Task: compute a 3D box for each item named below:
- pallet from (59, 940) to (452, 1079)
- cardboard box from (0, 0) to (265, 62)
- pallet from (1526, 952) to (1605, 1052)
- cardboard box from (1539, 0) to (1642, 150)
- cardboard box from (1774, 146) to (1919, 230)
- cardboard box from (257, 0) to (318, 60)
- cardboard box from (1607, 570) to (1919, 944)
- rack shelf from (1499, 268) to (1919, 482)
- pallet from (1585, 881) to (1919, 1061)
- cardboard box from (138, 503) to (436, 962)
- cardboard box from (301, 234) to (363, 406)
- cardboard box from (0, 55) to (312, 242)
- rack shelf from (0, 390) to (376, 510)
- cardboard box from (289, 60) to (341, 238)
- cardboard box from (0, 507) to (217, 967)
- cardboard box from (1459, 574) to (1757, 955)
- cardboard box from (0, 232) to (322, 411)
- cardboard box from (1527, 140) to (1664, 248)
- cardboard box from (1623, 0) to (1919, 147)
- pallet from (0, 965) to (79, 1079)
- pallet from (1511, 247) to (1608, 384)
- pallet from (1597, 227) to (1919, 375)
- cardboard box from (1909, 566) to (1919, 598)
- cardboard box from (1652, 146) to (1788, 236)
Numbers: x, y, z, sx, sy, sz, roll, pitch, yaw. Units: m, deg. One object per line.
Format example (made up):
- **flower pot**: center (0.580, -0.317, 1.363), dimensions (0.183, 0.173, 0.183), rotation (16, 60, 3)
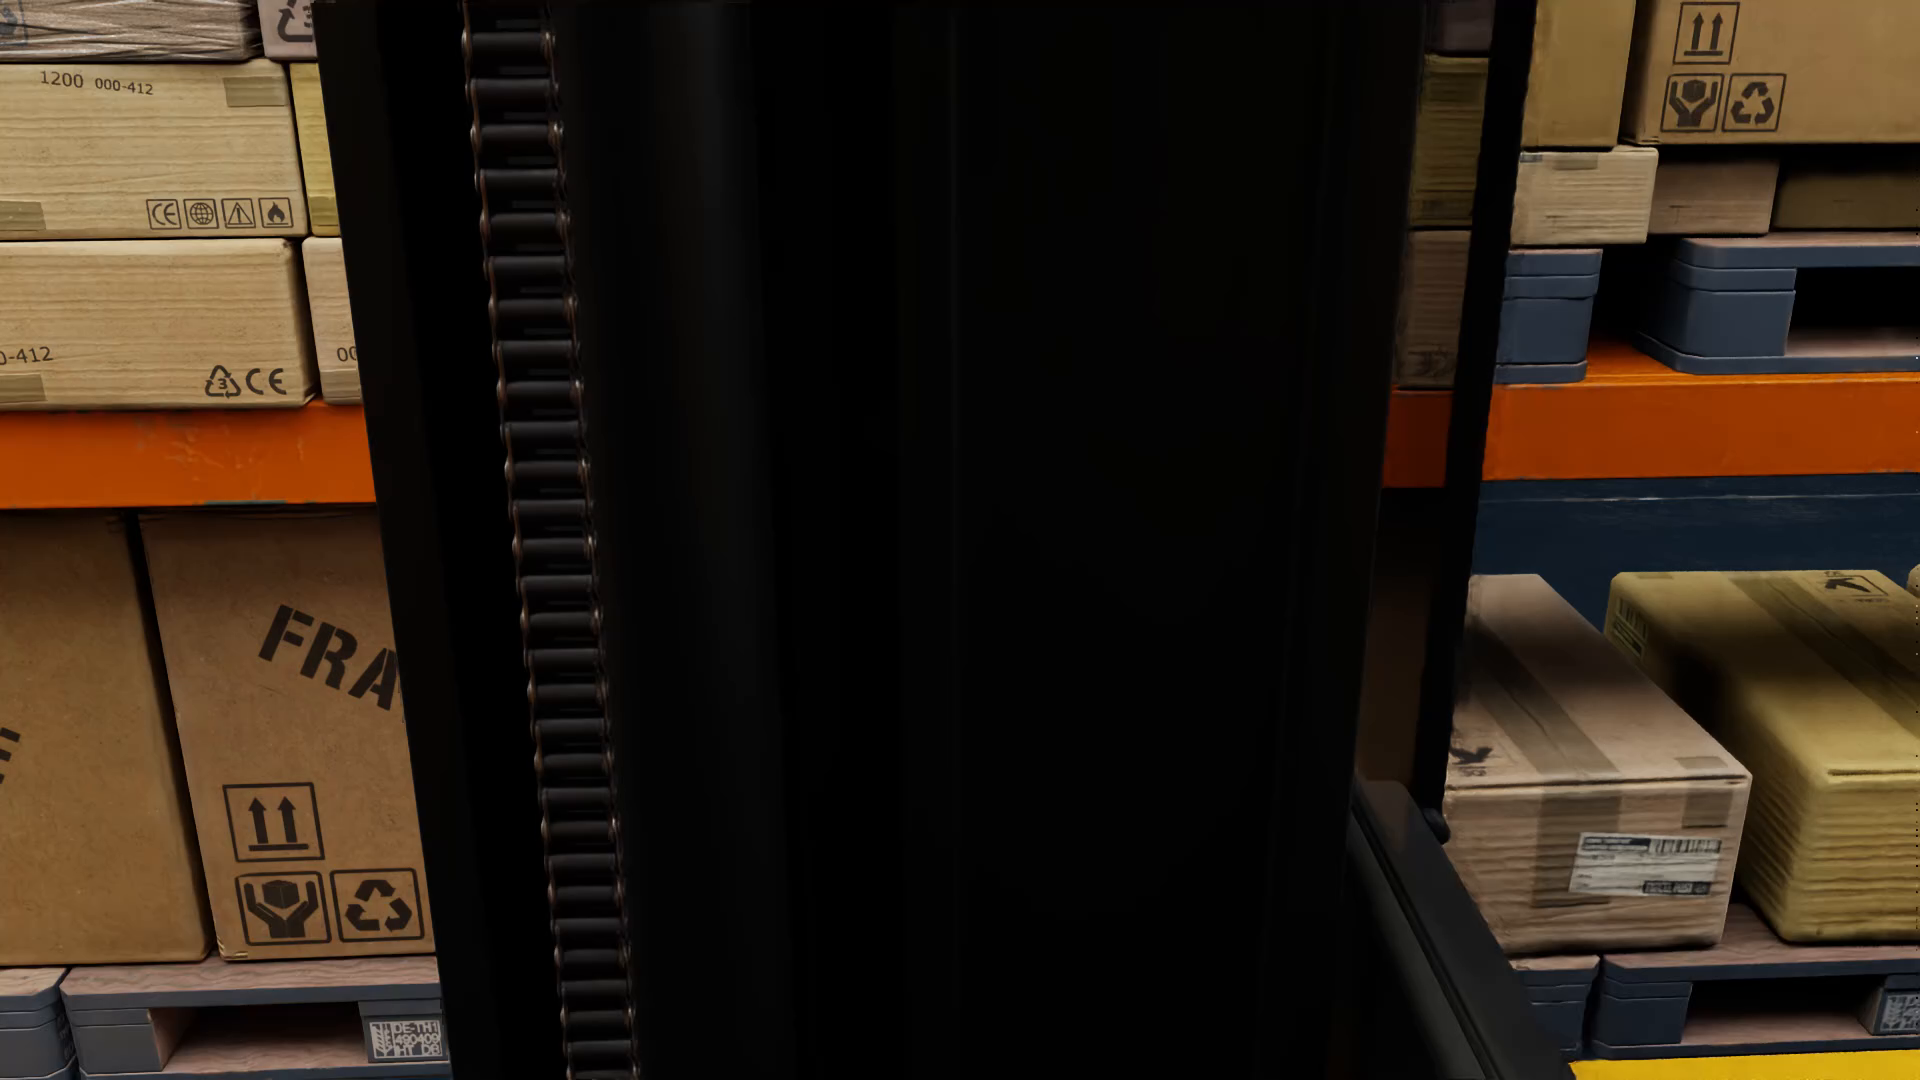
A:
- **pallet**: center (-1.030, 0.707, 3.467), dimensions (1.213, 0.211, 1.003), rotation (-1, 21, -3)
- **cardboard box**: center (-1.251, -0.983, 2.440), dimensions (0.500, 0.500, 0.500), rotation (-1, 21, -2)
- **pallet**: center (0.542, 0.702, 3.479), dimensions (1.213, 0.211, 1.003), rotation (-1, 21, -3)
- **cardboard box**: center (0.744, -0.907, 2.640), dimensions (0.500, 0.500, 0.500), rotation (0, 21, 0)
- **cardboard box**: center (1.448, -0.638, 2.845), dimensions (0.250, 0.149, 0.380), rotation (0, 21, -1)
- **cardboard box**: center (-0.740, -0.996, 2.476), dimensions (0.500, 0.500, 0.500), rotation (-2, 21, -5)
- **cardboard box**: center (1.820, 0.407, 3.439), dimensions (0.625, 0.372, 0.950), rotation (0, 21, -1)
- **rack shelf**: center (1.758, -0.290, 3.178), dimensions (4.000, 0.370, 1.077), rotation (-1, 21, -3)
- **pallet**: center (1.757, 0.679, 3.542), dimensions (1.213, 0.211, 1.003), rotation (-1, 21, -3)
- **cardboard box**: center (-0.933, 0.196, 3.287), dimensions (0.875, 0.875, 0.875), rotation (-1, 21, -4)
- **cardboard box**: center (-0.728, -0.413, 2.700), dimensions (0.500, 0.250, 0.500), rotation (-2, 21, -5)
- **cardboard box**: center (-1.219, -0.637, 2.587), dimensions (0.500, 0.250, 0.500), rotation (-2, 21, -4)
- **rack shelf**: center (-2.235, -0.209, 2.964), dimensions (4.000, 0.370, 1.077), rotation (-1, 21, -3)
- **cardboard box**: center (-0.707, -0.649, 2.618), dimensions (0.500, 0.250, 0.500), rotation (-1, 21, -3)
- **cardboard box**: center (-1.823, 0.212, 3.243), dimensions (0.875, 0.875, 0.875), rotation (-1, 21, -2)
- **cardboard box**: center (1.062, 0.421, 3.403), dimensions (0.625, 0.372, 0.950), rotation (-2, 21, -4)
- **cardboard box**: center (-1.238, -0.397, 2.658), dimensions (0.500, 0.250, 0.500), rotation (-1, 21, -2)
- **cardboard box**: center (0.932, -0.586, 2.707), dimensions (0.250, 0.149, 0.380), rotation (-1, 21, -3)
- **cardboard box**: center (1.274, -0.921, 2.674), dimensions (0.500, 0.500, 0.500), rotation (-1, 21, -2)
- **pallet**: center (-2.245, 0.731, 3.405), dimensions (1.213, 0.211, 1.003), rotation (-1, 21, -3)
- **pallet**: center (0.467, -0.548, 3.114), dimensions (1.003, 0.211, 1.213), rotation (-1, 21, -3)
- **pallet**: center (1.736, -0.551, 3.121), dimensions (1.213, 0.211, 1.003), rotation (-1, 21, -3)
- **cardboard box**: center (2.514, 0.392, 3.477), dimensions (0.625, 0.372, 0.950), rotation (0, 21, 0)
- **cardboard box**: center (1.169, -0.619, 2.793), dimensions (0.250, 0.149, 0.380), rotation (0, 21, 0)
